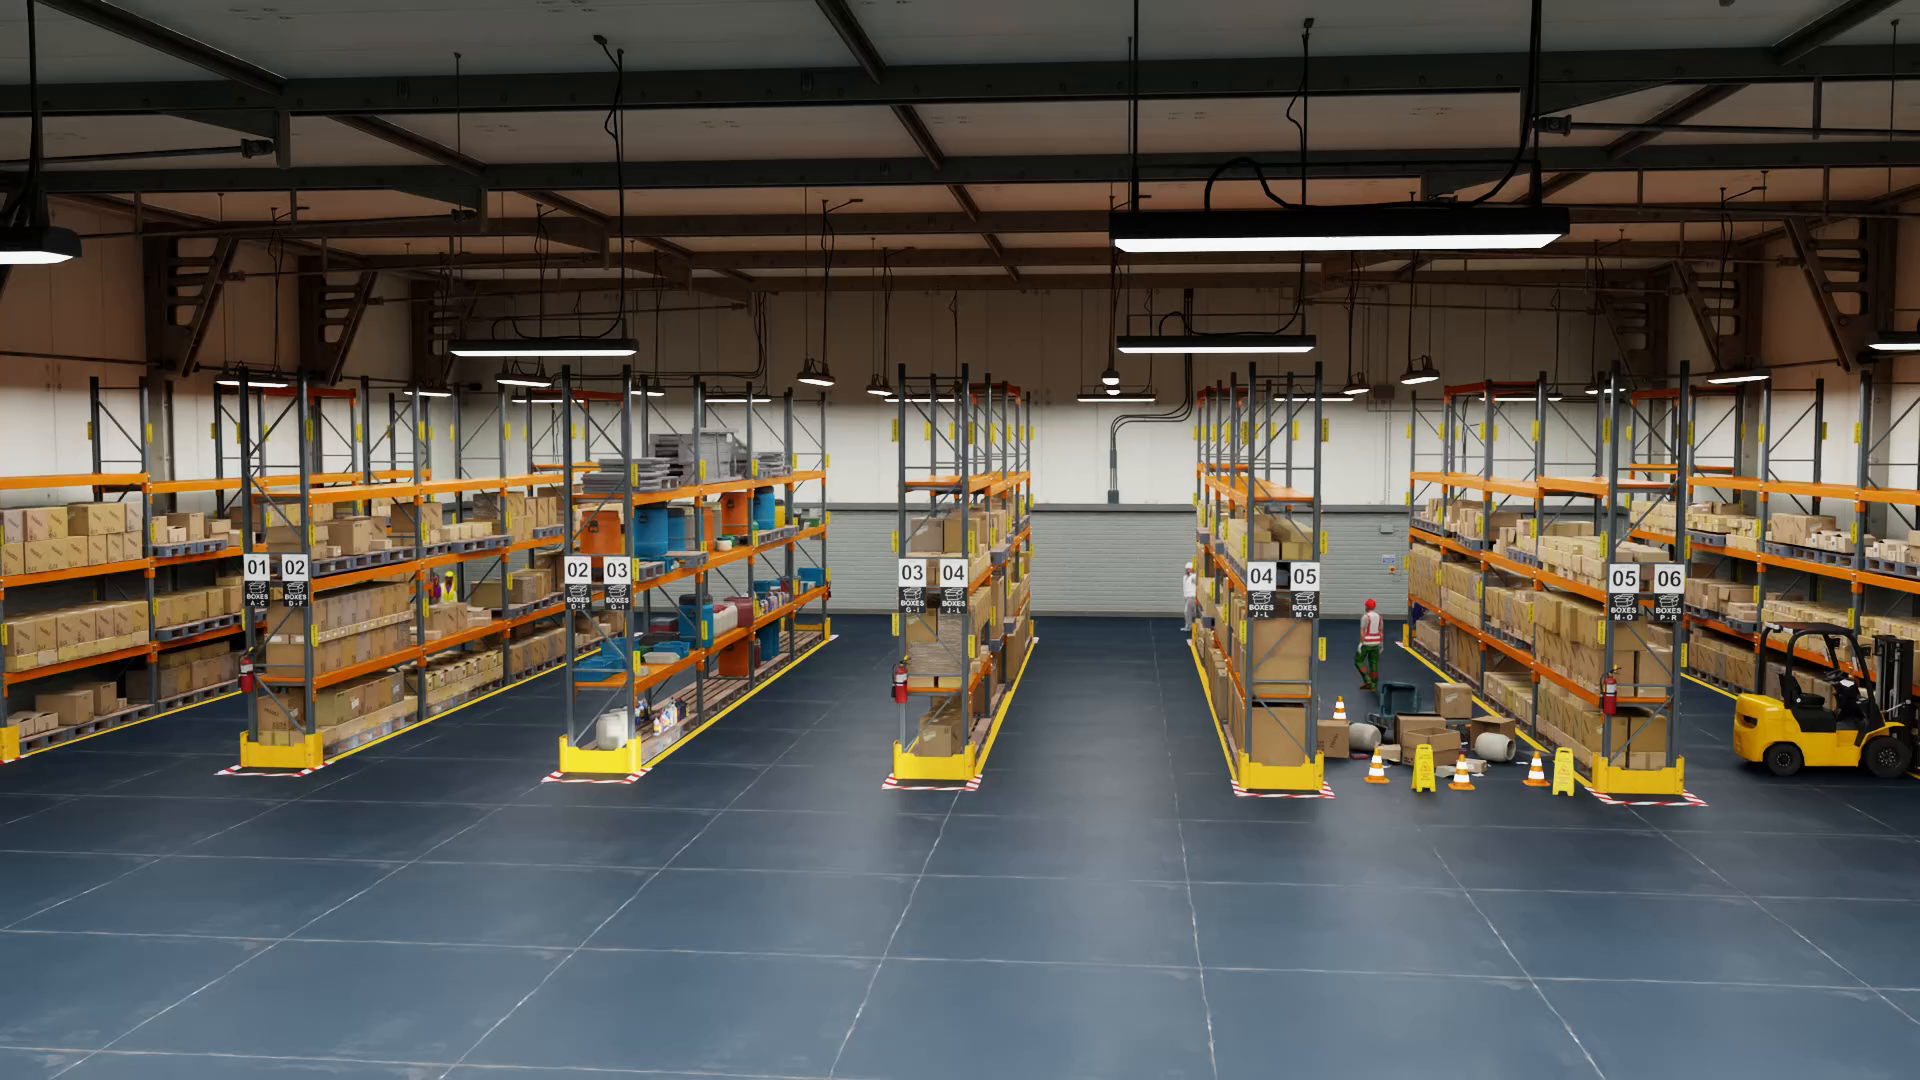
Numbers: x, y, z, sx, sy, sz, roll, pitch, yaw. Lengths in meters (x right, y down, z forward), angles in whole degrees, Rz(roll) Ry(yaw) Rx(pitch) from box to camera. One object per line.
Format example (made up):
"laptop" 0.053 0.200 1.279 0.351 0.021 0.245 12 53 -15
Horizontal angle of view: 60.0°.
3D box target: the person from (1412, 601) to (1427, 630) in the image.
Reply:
"person" 11.136 1.593 40.133 0.612 1.630 0.488 0 4 5

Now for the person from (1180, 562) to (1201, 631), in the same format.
"person" 5.910 1.421 42.096 0.803 1.752 0.533 -1 4 -13

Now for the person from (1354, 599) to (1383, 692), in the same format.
"person" 7.968 2.037 32.265 0.602 1.791 0.467 -2 4 -24

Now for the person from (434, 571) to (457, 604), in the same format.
"person" -12.200 1.602 39.568 0.558 1.714 1.093 0 4 2

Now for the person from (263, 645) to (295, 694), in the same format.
"person" -11.670 2.293 28.671 0.665 1.762 0.739 -1 4 -8
